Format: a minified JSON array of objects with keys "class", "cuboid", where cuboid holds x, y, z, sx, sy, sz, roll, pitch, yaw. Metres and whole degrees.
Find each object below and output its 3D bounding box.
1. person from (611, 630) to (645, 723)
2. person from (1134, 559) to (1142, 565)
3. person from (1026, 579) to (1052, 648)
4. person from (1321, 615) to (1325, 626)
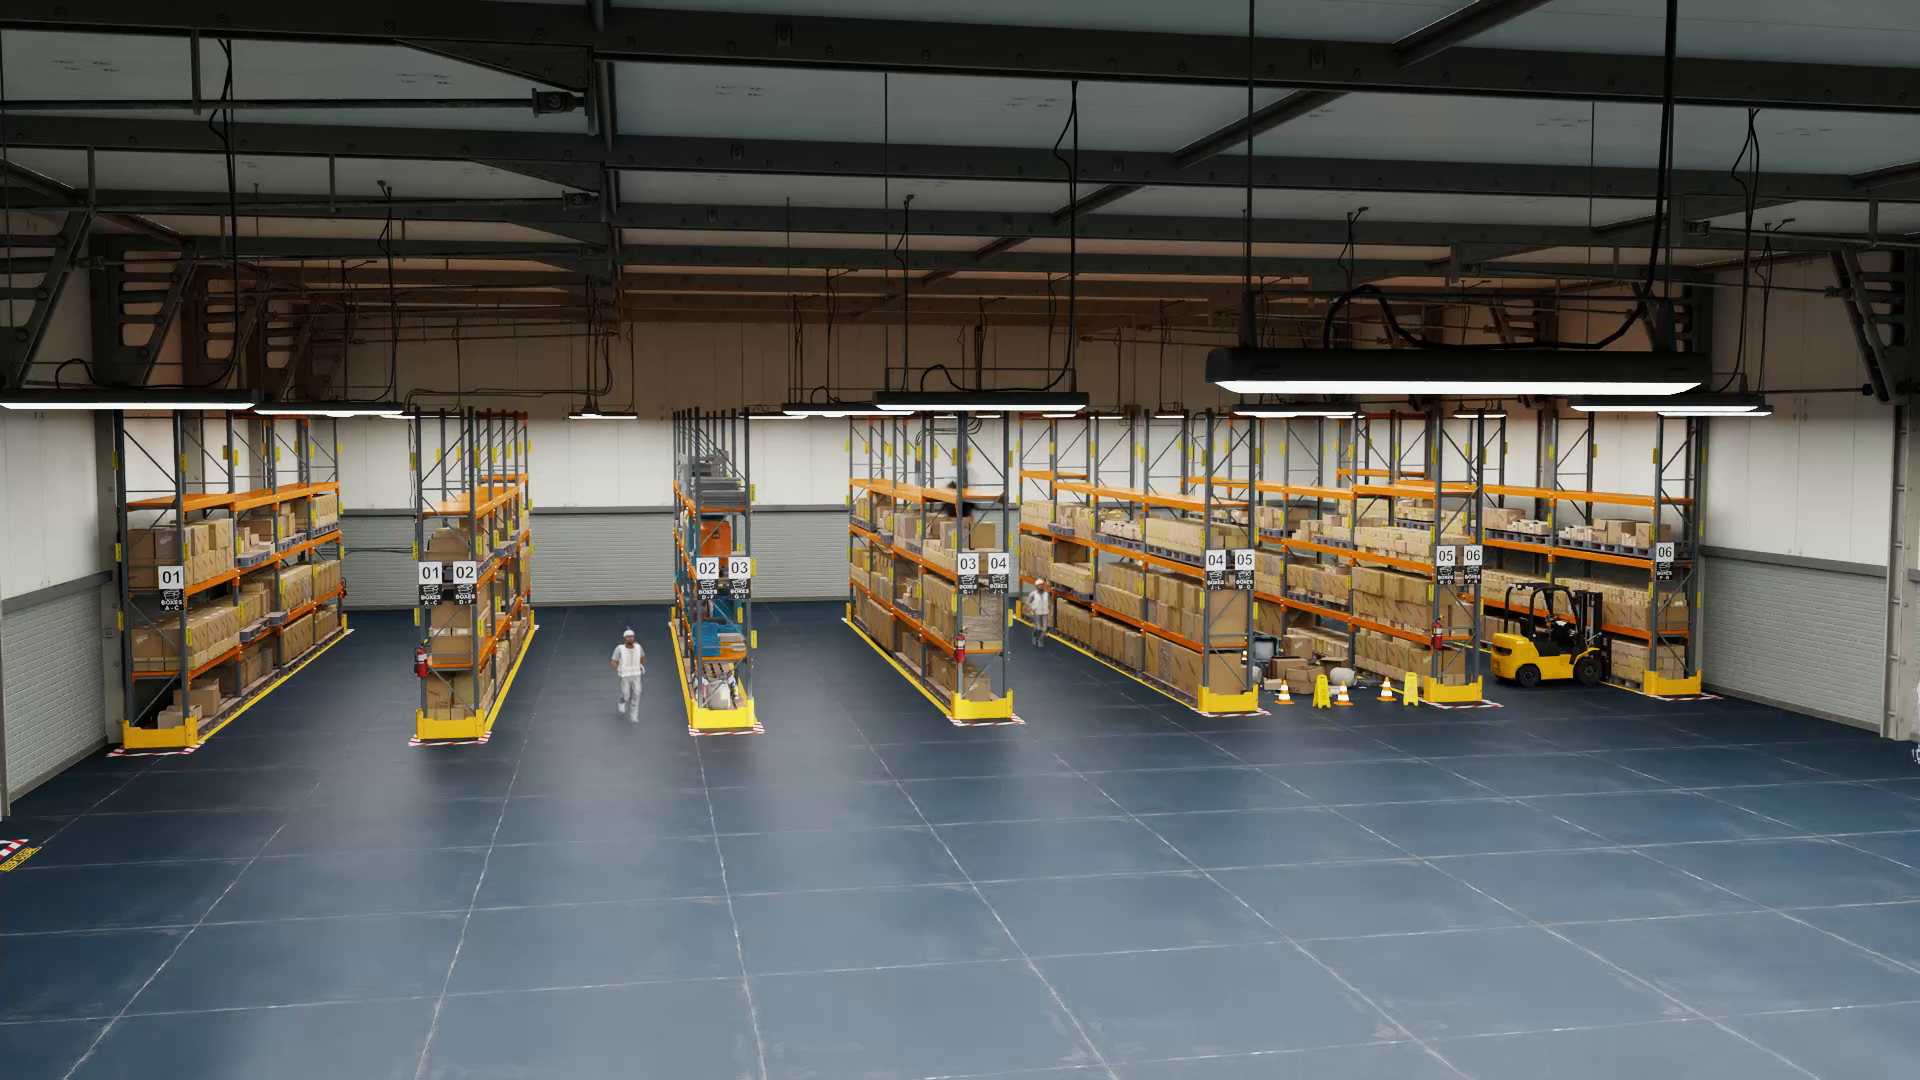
[{"class":"person","cuboid":[-6.302,2.592,31.770,0.680,1.737,0.806,-2,5,-26]},{"class":"person","cuboid":[5.510,1.245,50.709,0.816,1.773,0.710,0,4,-2]},{"class":"person","cuboid":[2.044,1.864,42.079,0.654,1.723,0.590,-1,4,-17]},{"class":"person","cuboid":[9.908,1.593,46.098,0.578,1.674,0.846,-2,4,-23]}]
